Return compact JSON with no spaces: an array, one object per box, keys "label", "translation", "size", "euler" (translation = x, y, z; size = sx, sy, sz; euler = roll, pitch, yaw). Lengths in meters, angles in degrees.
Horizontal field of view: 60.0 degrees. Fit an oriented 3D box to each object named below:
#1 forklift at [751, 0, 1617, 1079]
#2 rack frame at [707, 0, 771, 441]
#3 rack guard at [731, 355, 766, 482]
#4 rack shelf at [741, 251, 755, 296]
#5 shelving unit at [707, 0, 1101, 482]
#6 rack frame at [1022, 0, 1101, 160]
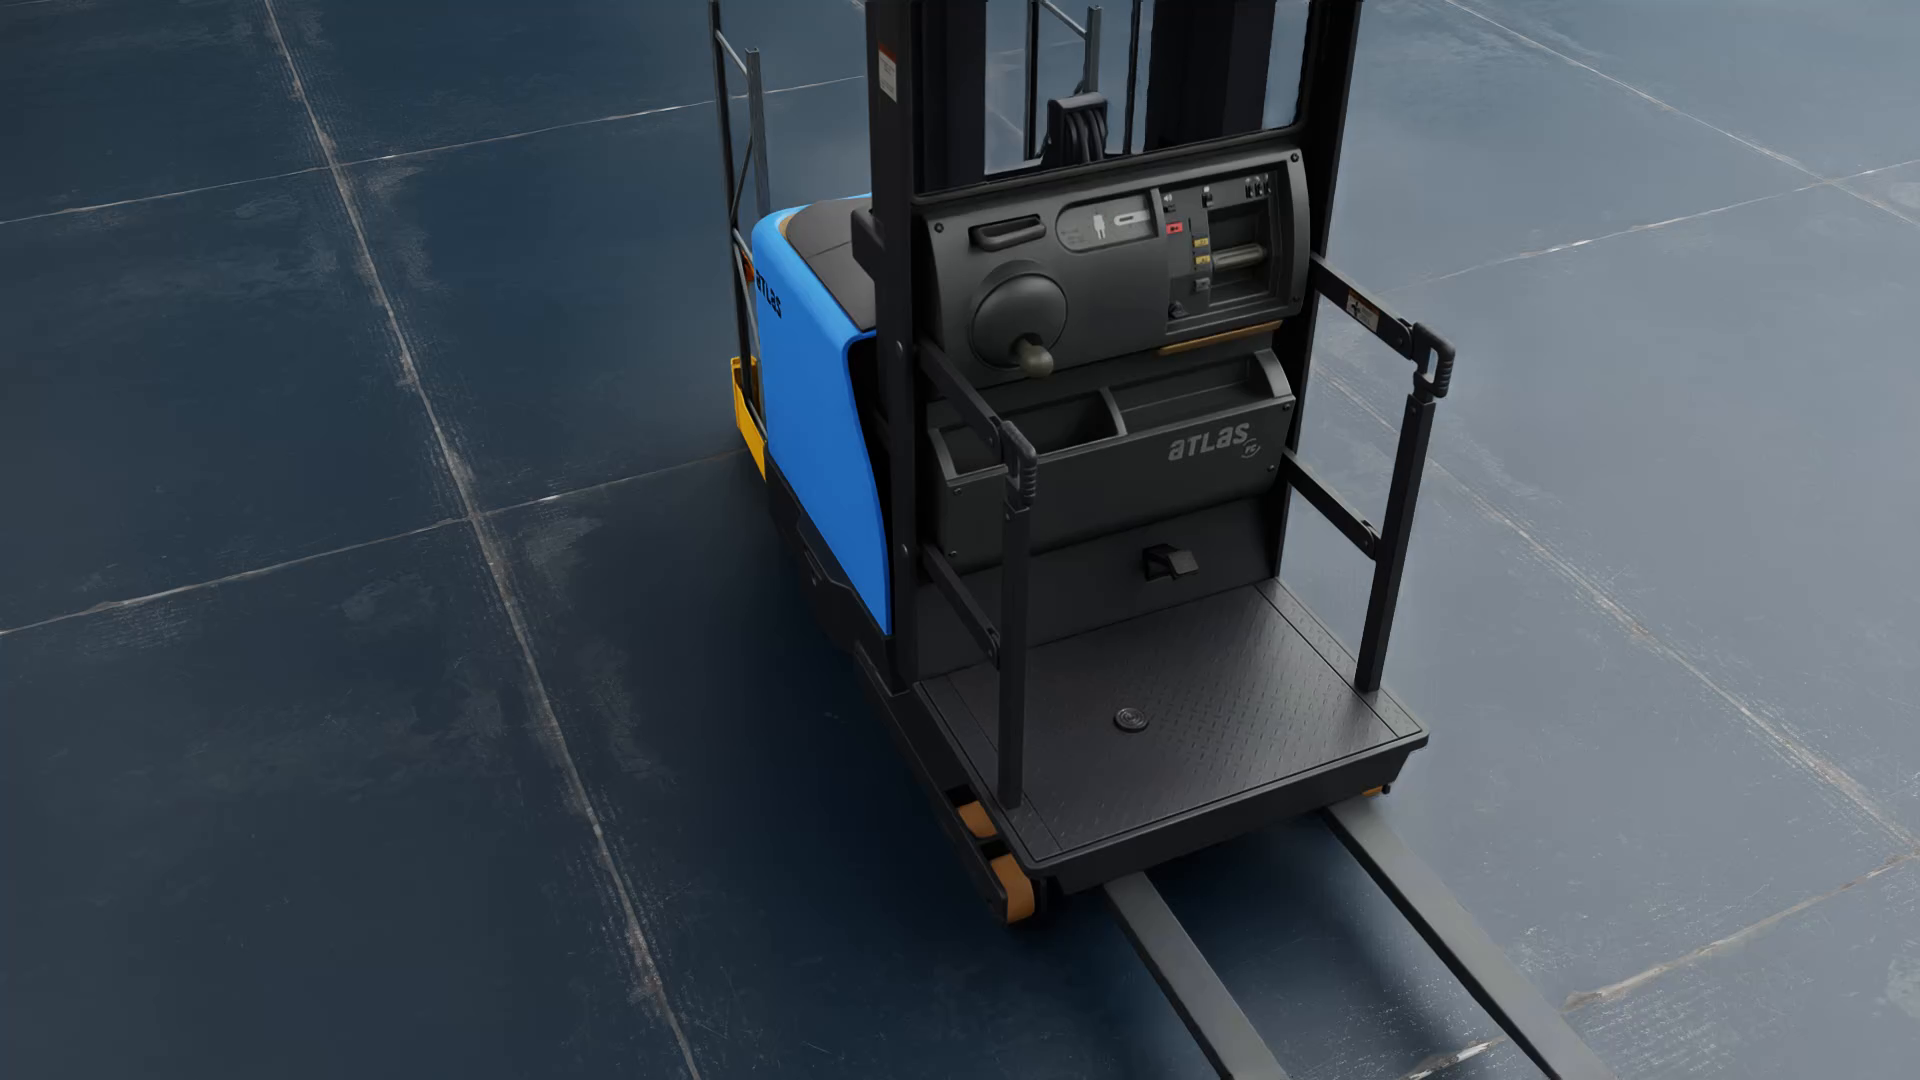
[{"label":"forklift","translation":[0.456,-0.550,3.531],"size":[1.130,2.935,3.031],"euler":[-15,39,-19]},{"label":"rack frame","translation":[-0.646,-0.864,5.156],"size":[0.032,1.500,0.500],"euler":[-12,38,-16]},{"label":"rack guard","translation":[-0.645,-0.362,5.529],"size":[0.087,0.250,0.587],"euler":[-12,38,-16]},{"label":"rack shelf","translation":[-0.169,-0.825,5.405],"size":[1.000,0.185,0.538],"euler":[-12,38,-16]},{"label":"shelving unit","translation":[-0.178,-0.967,5.295],"size":[1.083,1.500,0.587],"euler":[-12,38,-16]},{"label":"rack frame","translation":[0.308,-1.074,5.439],"size":[0.032,1.500,0.500],"euler":[-12,38,-16]}]
